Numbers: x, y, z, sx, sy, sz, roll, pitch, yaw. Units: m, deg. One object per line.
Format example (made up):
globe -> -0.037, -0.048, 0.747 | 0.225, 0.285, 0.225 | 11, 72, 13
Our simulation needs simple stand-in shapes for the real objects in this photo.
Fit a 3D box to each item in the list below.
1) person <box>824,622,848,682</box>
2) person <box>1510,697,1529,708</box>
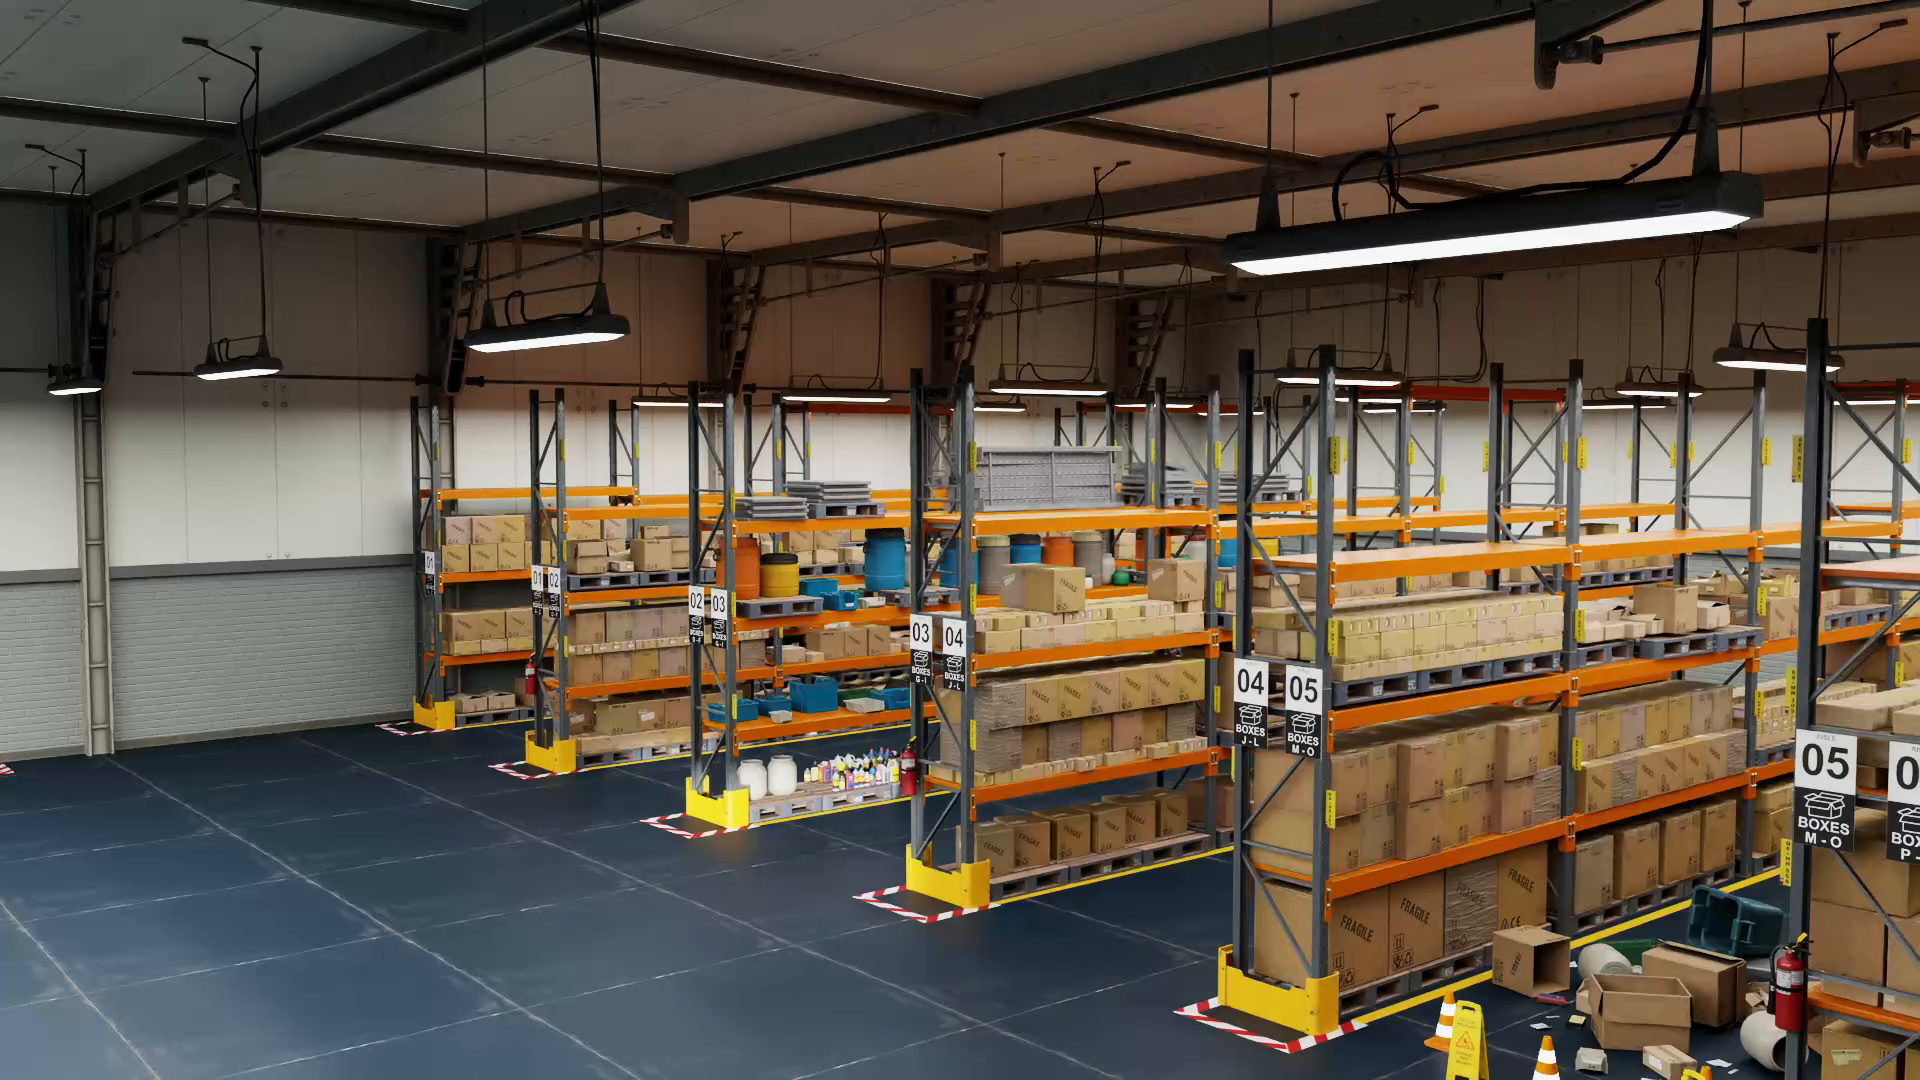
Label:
person -> -2.510, 2.085, 32.569 | 0.690, 1.744, 0.597 | 3, 4, 40
person -> 7.693, 2.944, 22.916 | 0.644, 1.759, 0.672 | -3, 5, -43
